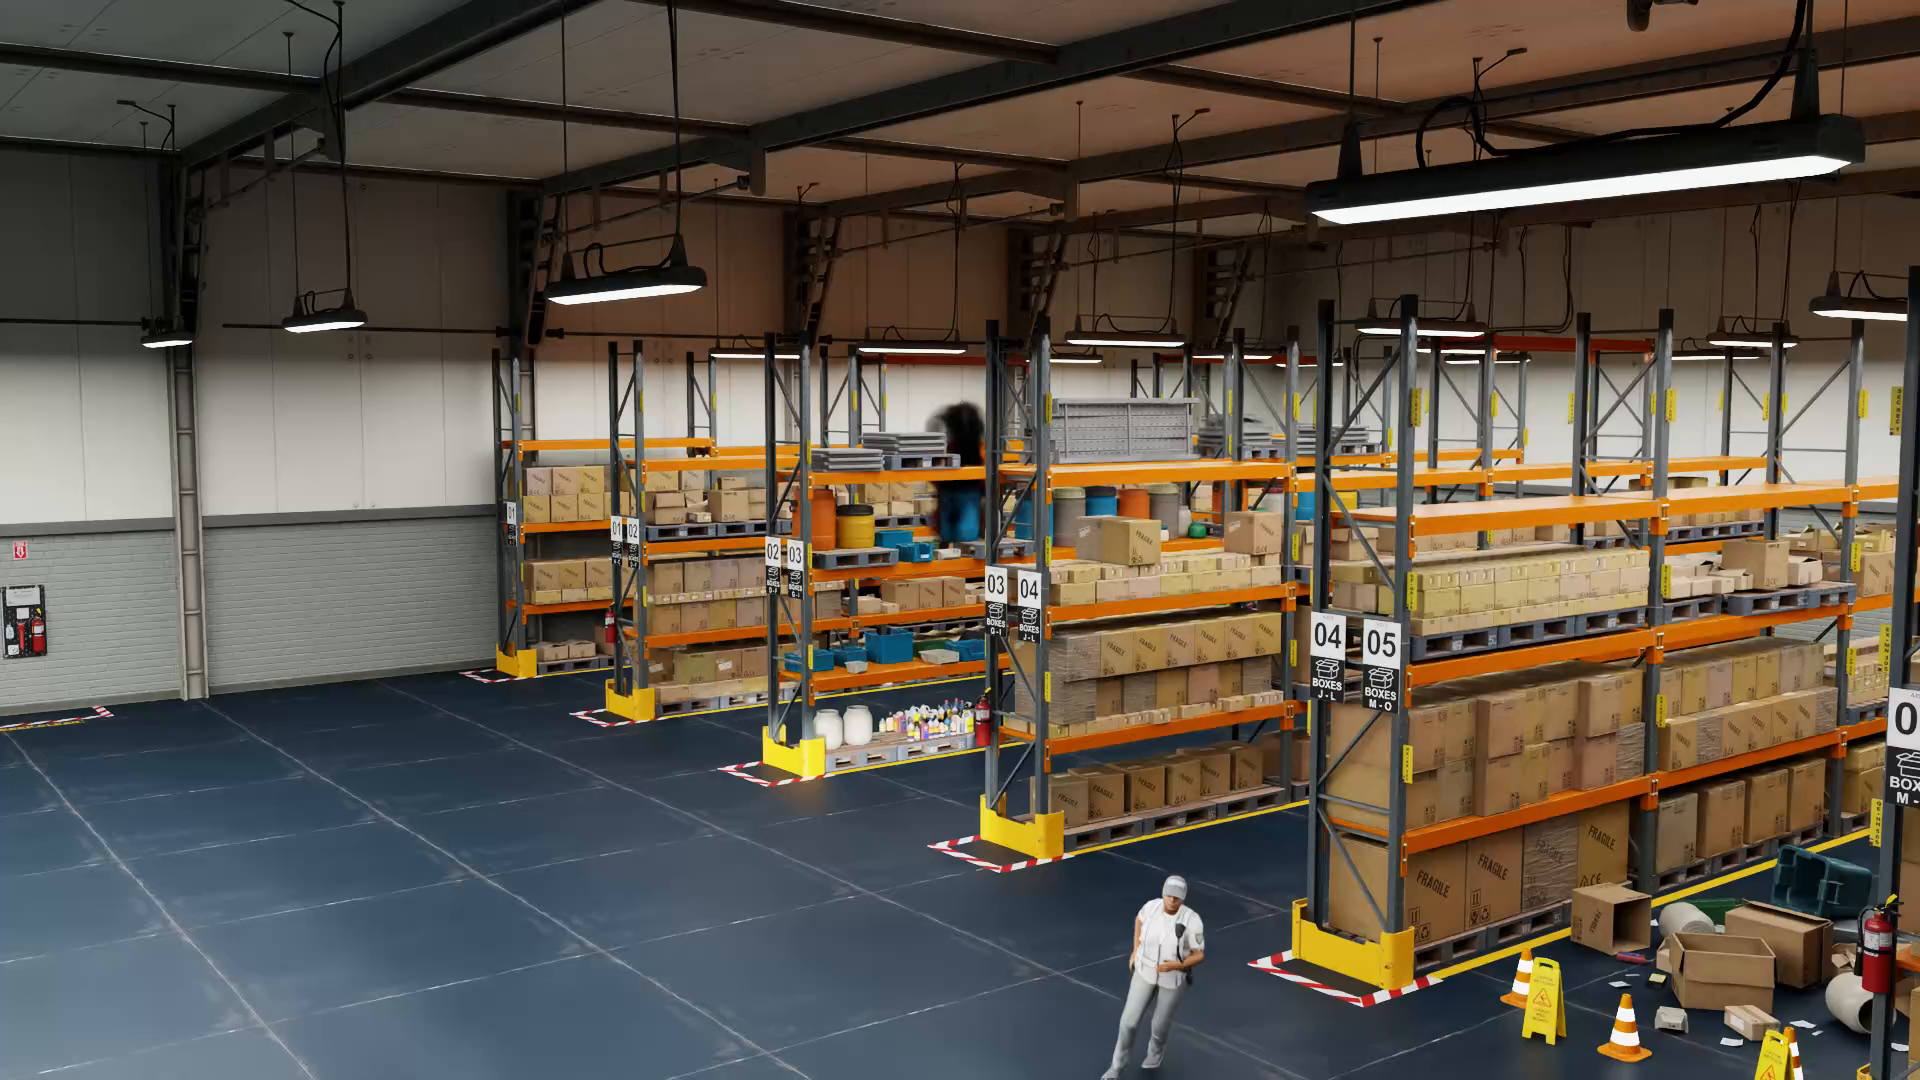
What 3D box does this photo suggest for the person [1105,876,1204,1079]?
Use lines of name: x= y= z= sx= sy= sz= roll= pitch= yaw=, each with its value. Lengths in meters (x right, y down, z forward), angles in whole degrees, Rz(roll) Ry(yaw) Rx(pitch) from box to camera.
person: x=1.469 y=3.261 z=12.359 sx=0.731 sy=1.639 sz=0.774 roll=2 pitch=5 yaw=19

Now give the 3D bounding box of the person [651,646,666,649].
person: x=-5.299 y=1.769 z=29.103 sx=0.698 sy=1.707 sz=0.689 roll=4 pitch=6 yaw=36
